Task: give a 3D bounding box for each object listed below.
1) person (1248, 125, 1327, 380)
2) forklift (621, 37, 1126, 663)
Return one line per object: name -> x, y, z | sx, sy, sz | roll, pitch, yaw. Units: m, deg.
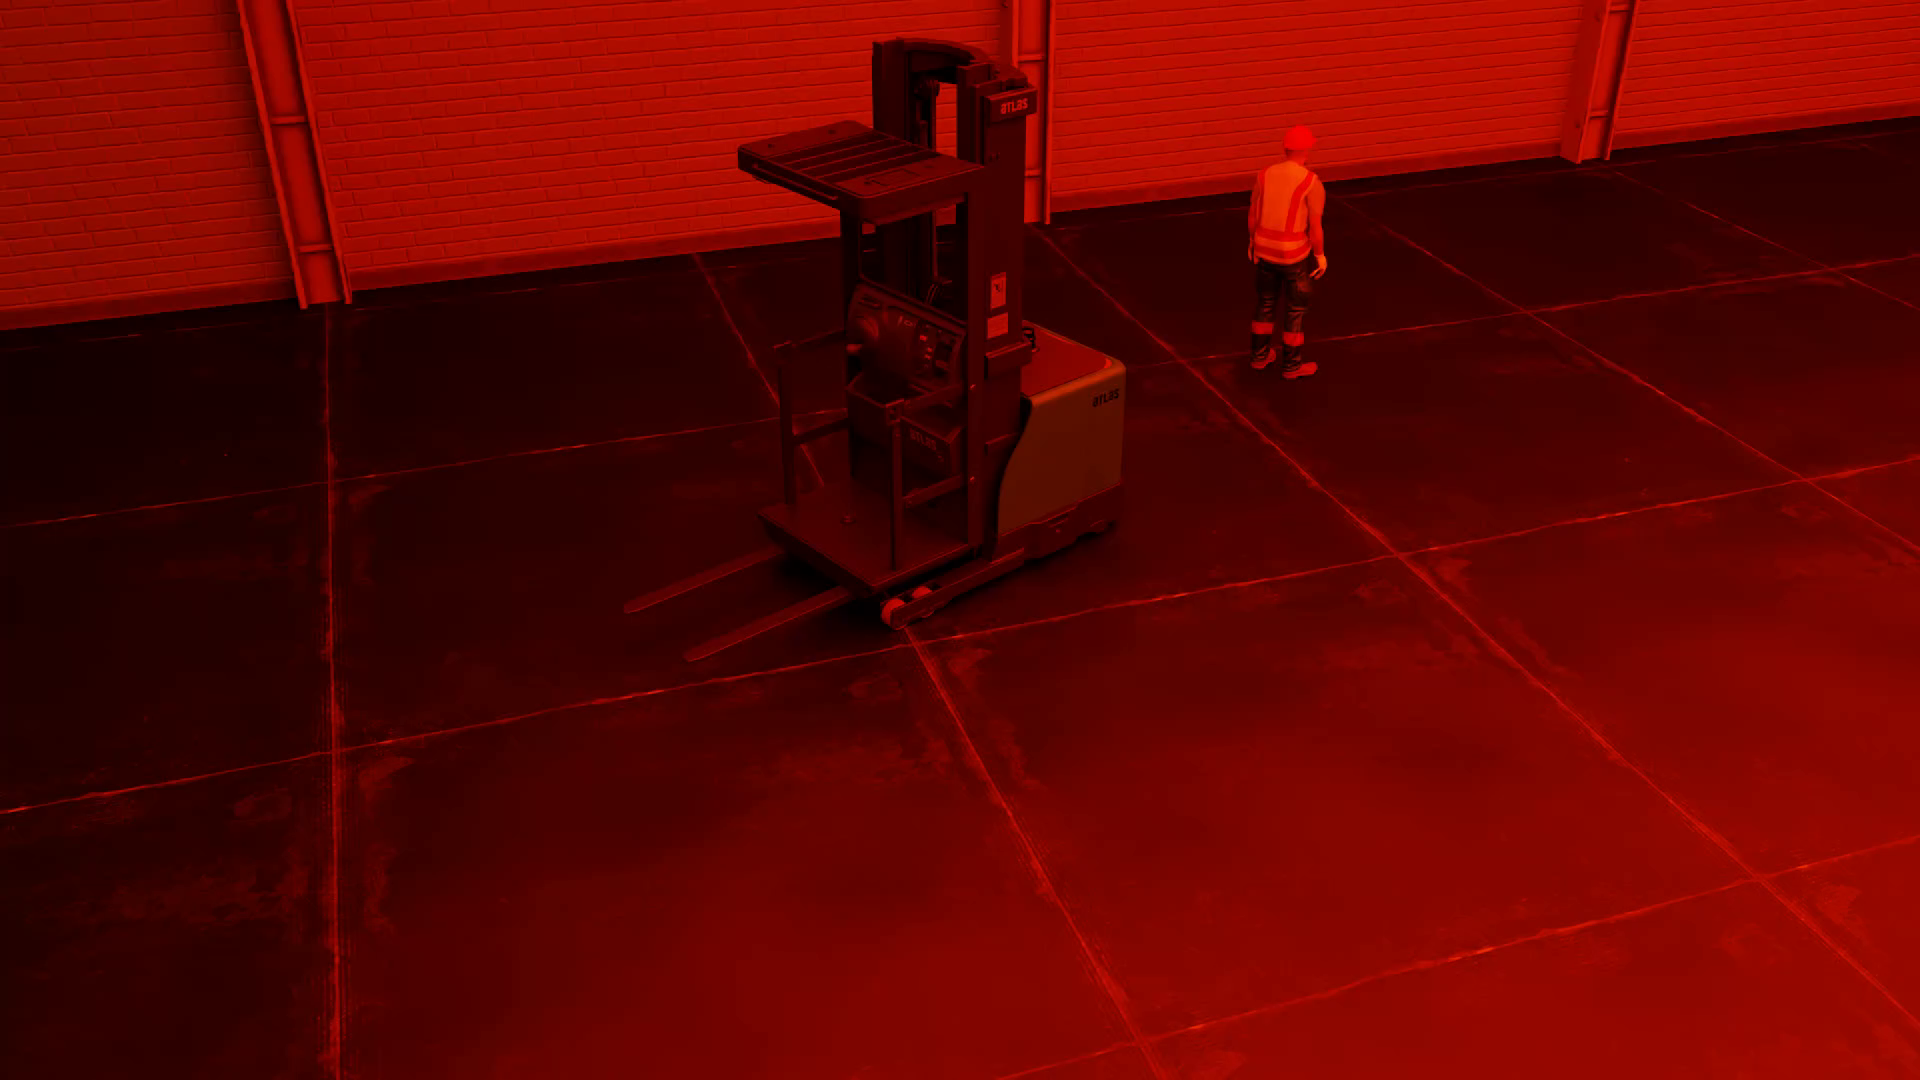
person -> 2.307, -2.038, 11.787 | 0.622, 1.781, 0.445 | 24, 38, 35
forklift -> -0.461, -1.072, 8.951 | 3.031, 2.935, 1.130 | -23, 37, -34
